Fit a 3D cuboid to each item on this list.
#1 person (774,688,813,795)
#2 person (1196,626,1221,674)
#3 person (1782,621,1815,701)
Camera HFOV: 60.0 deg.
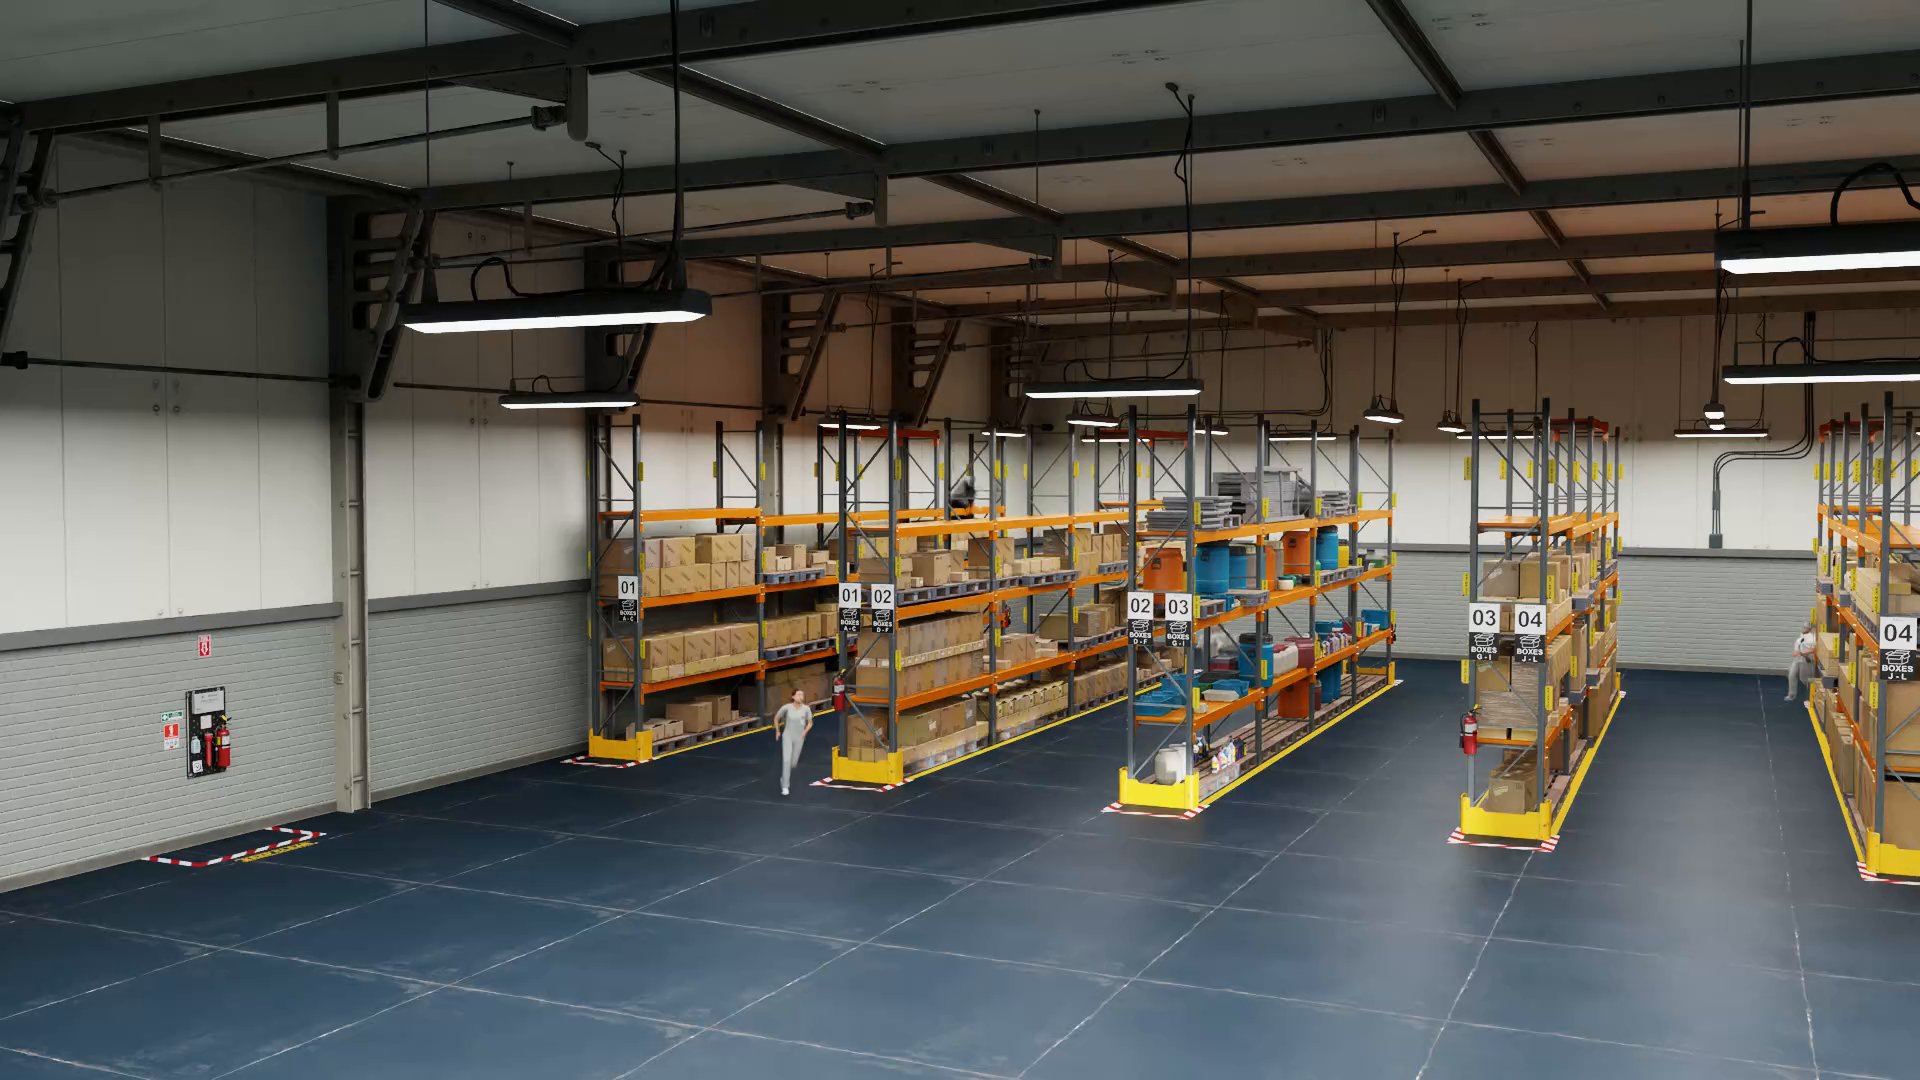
[{"bbox_3d":[-2.606,3.125,26.094,0.606,1.628,0.766,-1,2,-14],"label":"person"},{"bbox_3d":[5.526,2.661,37.052,0.531,1.621,0.805,1,2,14],"label":"person"},{"bbox_3d":[18.408,2.646,36.210,0.793,1.781,0.679,0,2,-2],"label":"person"}]
